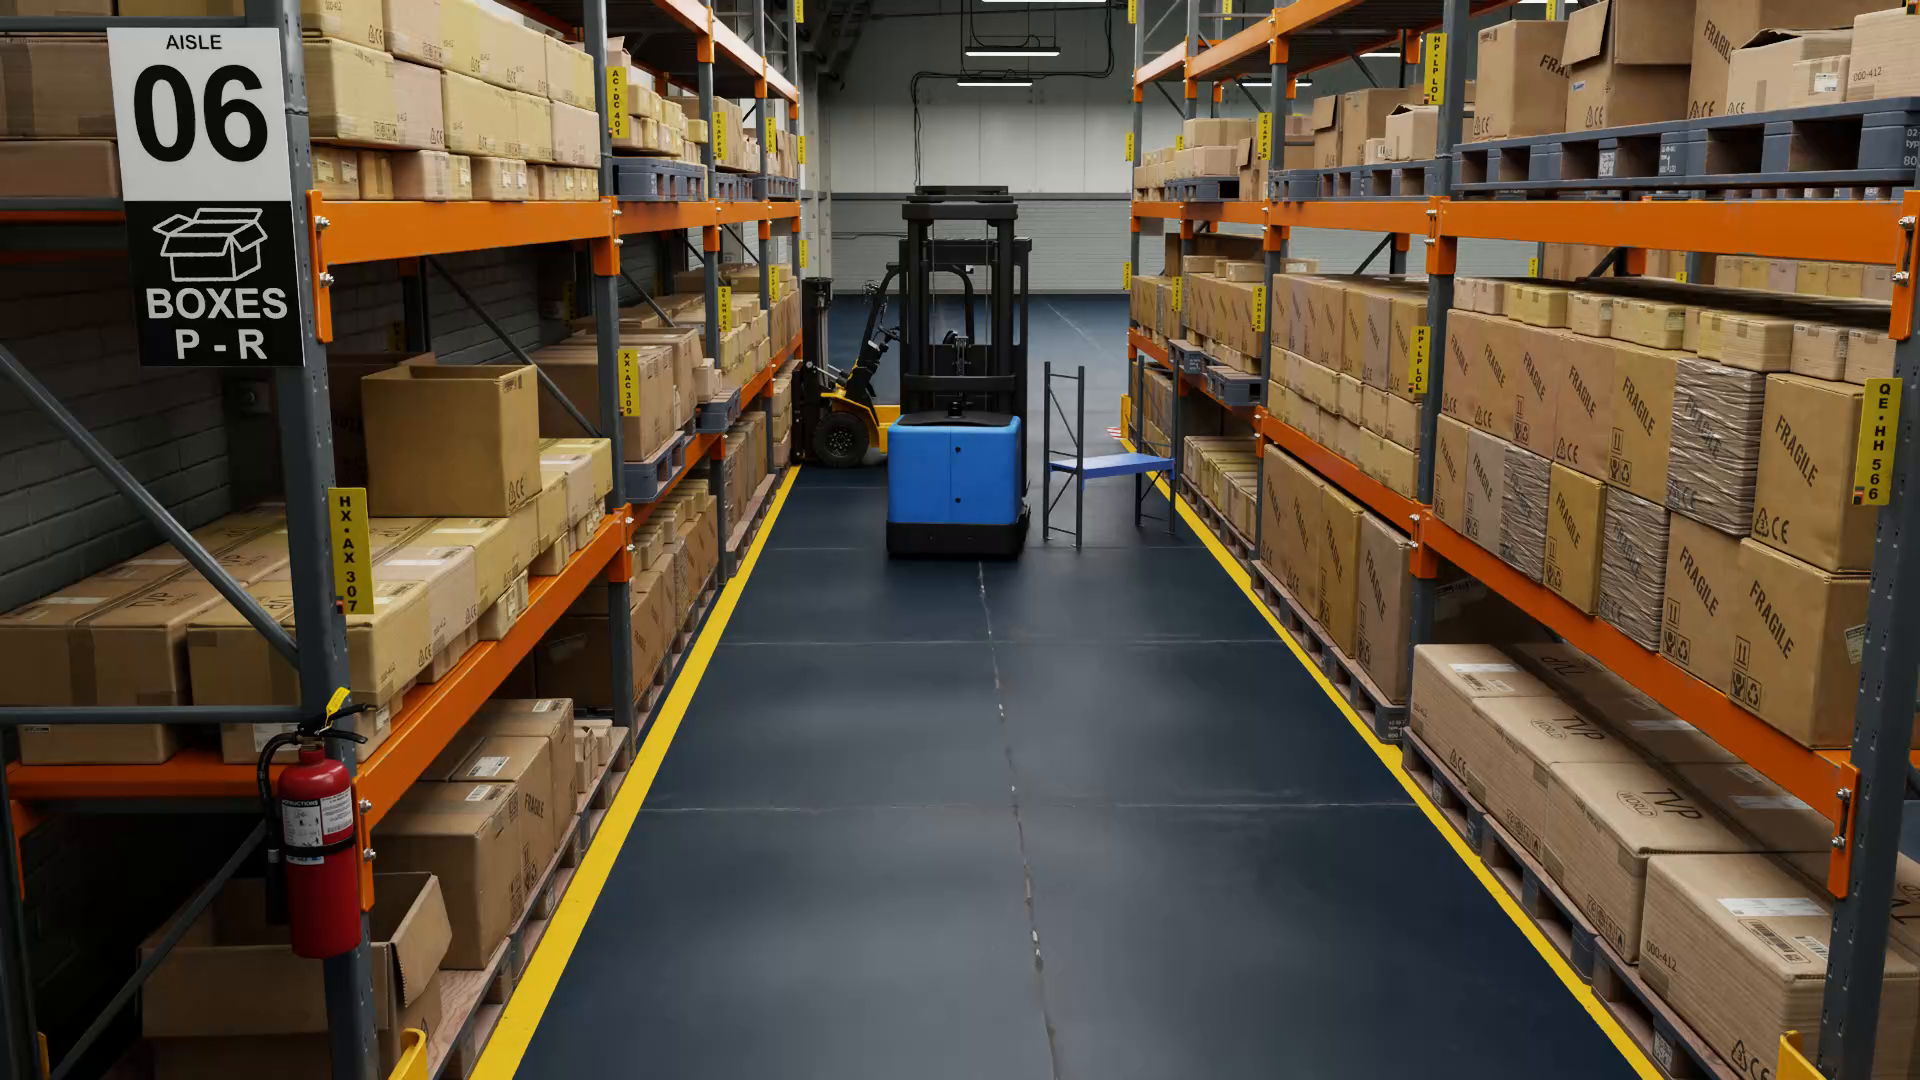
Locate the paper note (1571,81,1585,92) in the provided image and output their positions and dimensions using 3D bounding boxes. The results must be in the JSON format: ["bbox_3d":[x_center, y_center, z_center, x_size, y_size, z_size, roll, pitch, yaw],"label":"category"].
[{"bbox_3d":[2.257,-1.658,6.076,0.006,0.032,0.123,0,11,-1],"label":"paper note"}]

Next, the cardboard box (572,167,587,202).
[{"bbox_3d":[-1.858,-1.567,7.326,0.380,0.149,0.250,0,11,-1],"label":"cardboard box"}]

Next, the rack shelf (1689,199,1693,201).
[{"bbox_3d":[7.540,-3.506,18.060,1.077,0.370,4.000,0,11,-1],"label":"rack shelf"}]

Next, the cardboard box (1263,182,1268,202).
[{"bbox_3d":[2.487,-2.613,12.484,0.380,0.149,0.250,0,11,-1],"label":"cardboard box"}]

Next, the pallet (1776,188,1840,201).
[{"bbox_3d":[7.571,-2.923,13.854,1.003,0.211,1.213,0,11,1],"label":"pallet"}]

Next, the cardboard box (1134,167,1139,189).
[{"bbox_3d":[2.296,-4.187,19.237,0.500,0.250,0.500,0,11,-2],"label":"cardboard box"}]

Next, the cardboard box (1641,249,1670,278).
[{"bbox_3d":[7.480,-2.776,17.104,0.875,0.550,0.550,0,11,-1],"label":"cardboard box"}]

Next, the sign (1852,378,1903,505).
[{"bbox_3d":[2.339,-0.249,4.234,0.100,0.325,0.005,0,11,-1],"label":"sign"}]

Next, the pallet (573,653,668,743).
[{"bbox_3d":[-2.218,0.866,9.259,1.003,0.211,1.213,0,11,-1],"label":"pallet"}]

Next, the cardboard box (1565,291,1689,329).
[{"bbox_3d":[2.623,-0.899,6.551,0.380,0.149,0.250,0,11,-1],"label":"cardboard box"}]

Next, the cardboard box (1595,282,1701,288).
[{"bbox_3d":[3.016,-1.055,7.315,0.380,0.149,0.250,0,11,-1],"label":"cardboard box"}]

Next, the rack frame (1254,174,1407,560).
[{"bbox_3d":[2.717,-1.155,12.209,1.000,3.000,0.127,0,11,-1],"label":"rack frame"}]

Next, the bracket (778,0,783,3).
[{"bbox_3d":[-3.129,-9.079,27.123,0.076,0.066,4.783,0,11,-1],"label":"bracket"}]

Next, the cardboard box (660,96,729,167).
[{"bbox_3d":[-2.017,-3.053,12.460,0.500,0.500,0.500,0,11,-1],"label":"cardboard box"}]

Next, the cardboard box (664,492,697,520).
[{"bbox_3d":[-1.984,-0.229,11.243,0.380,0.149,0.250,-1,11,-3],"label":"cardboard box"}]

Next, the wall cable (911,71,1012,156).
[{"bbox_3d":[0.048,-13.041,50.816,3.097,2.526,0.112,0,11,-1],"label":"wall cable"}]

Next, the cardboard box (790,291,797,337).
[{"bbox_3d":[-2.137,-2.573,18.948,0.500,0.500,0.500,0,11,1],"label":"cardboard box"}]

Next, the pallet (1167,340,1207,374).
[{"bbox_3d":[2.505,-1.704,15.396,1.003,0.211,1.213,0,11,-1],"label":"pallet"}]

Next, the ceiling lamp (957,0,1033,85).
[{"bbox_3d":[0.911,-13.598,43.771,2.000,3.185,0.800,0,11,-1],"label":"ceiling lamp"}]

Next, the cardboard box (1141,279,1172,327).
[{"bbox_3d":[2.310,-2.641,18.532,0.500,0.500,0.500,0,11,-2],"label":"cardboard box"}]

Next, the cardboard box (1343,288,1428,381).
[{"bbox_3d":[2.530,-1.191,9.617,0.500,0.500,0.500,0,11,1],"label":"cardboard box"}]

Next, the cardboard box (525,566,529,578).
[{"bbox_3d":[-1.942,0.104,6.632,0.380,0.149,0.250,0,11,0],"label":"cardboard box"}]

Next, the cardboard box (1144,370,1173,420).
[{"bbox_3d":[2.310,-1.601,18.382,0.500,0.500,0.500,0,11,0],"label":"cardboard box"}]

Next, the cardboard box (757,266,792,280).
[{"bbox_3d":[-2.077,-2.965,18.497,0.380,0.149,0.250,0,11,0],"label":"cardboard box"}]

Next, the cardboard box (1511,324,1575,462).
[{"bbox_3d":[2.571,-0.601,6.712,0.500,0.500,0.500,0,11,0],"label":"cardboard box"}]

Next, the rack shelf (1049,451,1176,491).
[{"bbox_3d":[1.277,-0.593,14.116,1.000,0.185,0.538,-8,14,-33],"label":"rack shelf"}]

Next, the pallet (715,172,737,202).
[{"bbox_3d":[-2.349,-2.646,12.488,1.213,0.211,1.003,0,11,1],"label":"pallet"}]

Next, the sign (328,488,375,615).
[{"bbox_3d":[-1.538,0.030,4.191,0.100,0.325,0.005,0,11,-1],"label":"sign"}]

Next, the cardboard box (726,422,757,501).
[{"bbox_3d":[-2.298,-0.713,14.947,0.875,0.625,0.625,0,11,-2],"label":"cardboard box"}]

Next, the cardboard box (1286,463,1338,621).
[{"bbox_3d":[2.662,-0.005,10.826,0.875,0.875,0.875,0,11,0],"label":"cardboard box"}]

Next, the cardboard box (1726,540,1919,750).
[{"bbox_3d":[2.608,0.291,4.828,0.500,0.500,0.500,0,11,-1],"label":"cardboard box"}]

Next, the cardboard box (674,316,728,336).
[{"bbox_3d":[-1.964,-1.619,12.610,0.380,0.149,0.250,0,11,0],"label":"cardboard box"}]

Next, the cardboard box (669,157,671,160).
[{"bbox_3d":[-2.028,-2.454,10.439,0.380,0.149,0.250,0,11,-1],"label":"cardboard box"}]

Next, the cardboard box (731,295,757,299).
[{"bbox_3d":[-2.076,-2.178,15.367,0.380,0.149,0.250,0,11,-2],"label":"cardboard box"}]

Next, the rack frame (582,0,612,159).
[{"bbox_3d":[-2.163,-3.279,7.589,1.000,3.000,0.127,0,11,-1],"label":"rack frame"}]

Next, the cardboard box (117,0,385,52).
[{"bbox_3d":[-1.838,-1.420,4.343,0.500,0.250,0.500,0,11,-2],"label":"cardboard box"}]

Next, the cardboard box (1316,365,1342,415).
[{"bbox_3d":[2.485,-0.922,10.180,0.500,0.250,0.500,0,11,0],"label":"cardboard box"}]

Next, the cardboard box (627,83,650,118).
[{"bbox_3d":[-1.731,-2.148,8.133,0.380,0.149,0.250,0,11,0],"label":"cardboard box"}]

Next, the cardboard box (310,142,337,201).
[{"bbox_3d":[-1.854,-0.955,4.310,0.380,0.149,0.250,0,11,0],"label":"cardboard box"}]

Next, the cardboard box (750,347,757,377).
[{"bbox_3d":[-2.061,-1.558,14.571,0.500,0.250,0.500,0,11,-1],"label":"cardboard box"}]

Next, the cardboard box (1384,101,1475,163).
[{"bbox_3d":[2.571,-2.167,8.818,0.500,0.311,0.500,0,11,-1],"label":"cardboard box"}]

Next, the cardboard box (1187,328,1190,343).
[{"bbox_3d":[2.330,-1.922,15.564,0.380,0.149,0.250,0,11,0],"label":"cardboard box"}]

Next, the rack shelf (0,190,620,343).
[{"bbox_3d":[-2.122,-1.059,5.999,1.077,0.370,4.000,0,11,-1],"label":"rack shelf"}]

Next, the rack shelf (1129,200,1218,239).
[{"bbox_3d":[2.593,-3.465,17.861,1.077,0.370,4.000,0,11,-1],"label":"rack shelf"}]

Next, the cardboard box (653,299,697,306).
[{"bbox_3d":[-2.552,-2.071,14.842,0.380,0.149,0.250,0,11,-2],"label":"cardboard box"}]

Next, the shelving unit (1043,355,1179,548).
[{"bbox_3d":[1.277,-0.770,14.080,1.048,1.500,0.538,-8,14,-33],"label":"shelving unit"}]

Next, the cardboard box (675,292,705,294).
[{"bbox_3d":[-2.592,-2.359,16.260,0.380,0.149,0.250,0,11,-1],"label":"cardboard box"}]

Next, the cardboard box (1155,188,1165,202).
[{"bbox_3d":[2.311,-3.716,17.919,0.380,0.149,0.250,-1,11,-3],"label":"cardboard box"}]

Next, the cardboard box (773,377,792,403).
[{"bbox_3d":[-2.047,-1.575,17.625,0.500,0.250,0.500,0,11,1],"label":"cardboard box"}]

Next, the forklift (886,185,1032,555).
[{"bbox_3d":[0.052,-1.560,14.379,1.130,2.935,3.031,1,12,5],"label":"forklift"}]

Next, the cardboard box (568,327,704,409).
[{"bbox_3d":[-2.027,-1.067,10.457,0.797,0.503,0.637,-1,11,-2],"label":"cardboard box"}]

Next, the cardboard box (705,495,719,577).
[{"bbox_3d":[-2.022,-0.032,11.902,0.500,0.500,0.500,0,11,0],"label":"cardboard box"}]

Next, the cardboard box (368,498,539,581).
[{"bbox_3d":[-1.877,-0.010,6.193,0.500,0.250,0.500,-1,11,-3],"label":"cardboard box"}]

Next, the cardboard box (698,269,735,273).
[{"bbox_3d":[-2.605,-2.809,17.731,0.380,0.149,0.250,0,11,0],"label":"cardboard box"}]

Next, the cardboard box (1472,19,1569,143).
[{"bbox_3d":[2.602,-2.016,7.349,0.500,0.500,0.500,0,11,0],"label":"cardboard box"}]

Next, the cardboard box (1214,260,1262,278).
[{"bbox_3d":[2.416,-2.358,14.452,0.380,0.149,0.250,0,11,2],"label":"cardboard box"}]
